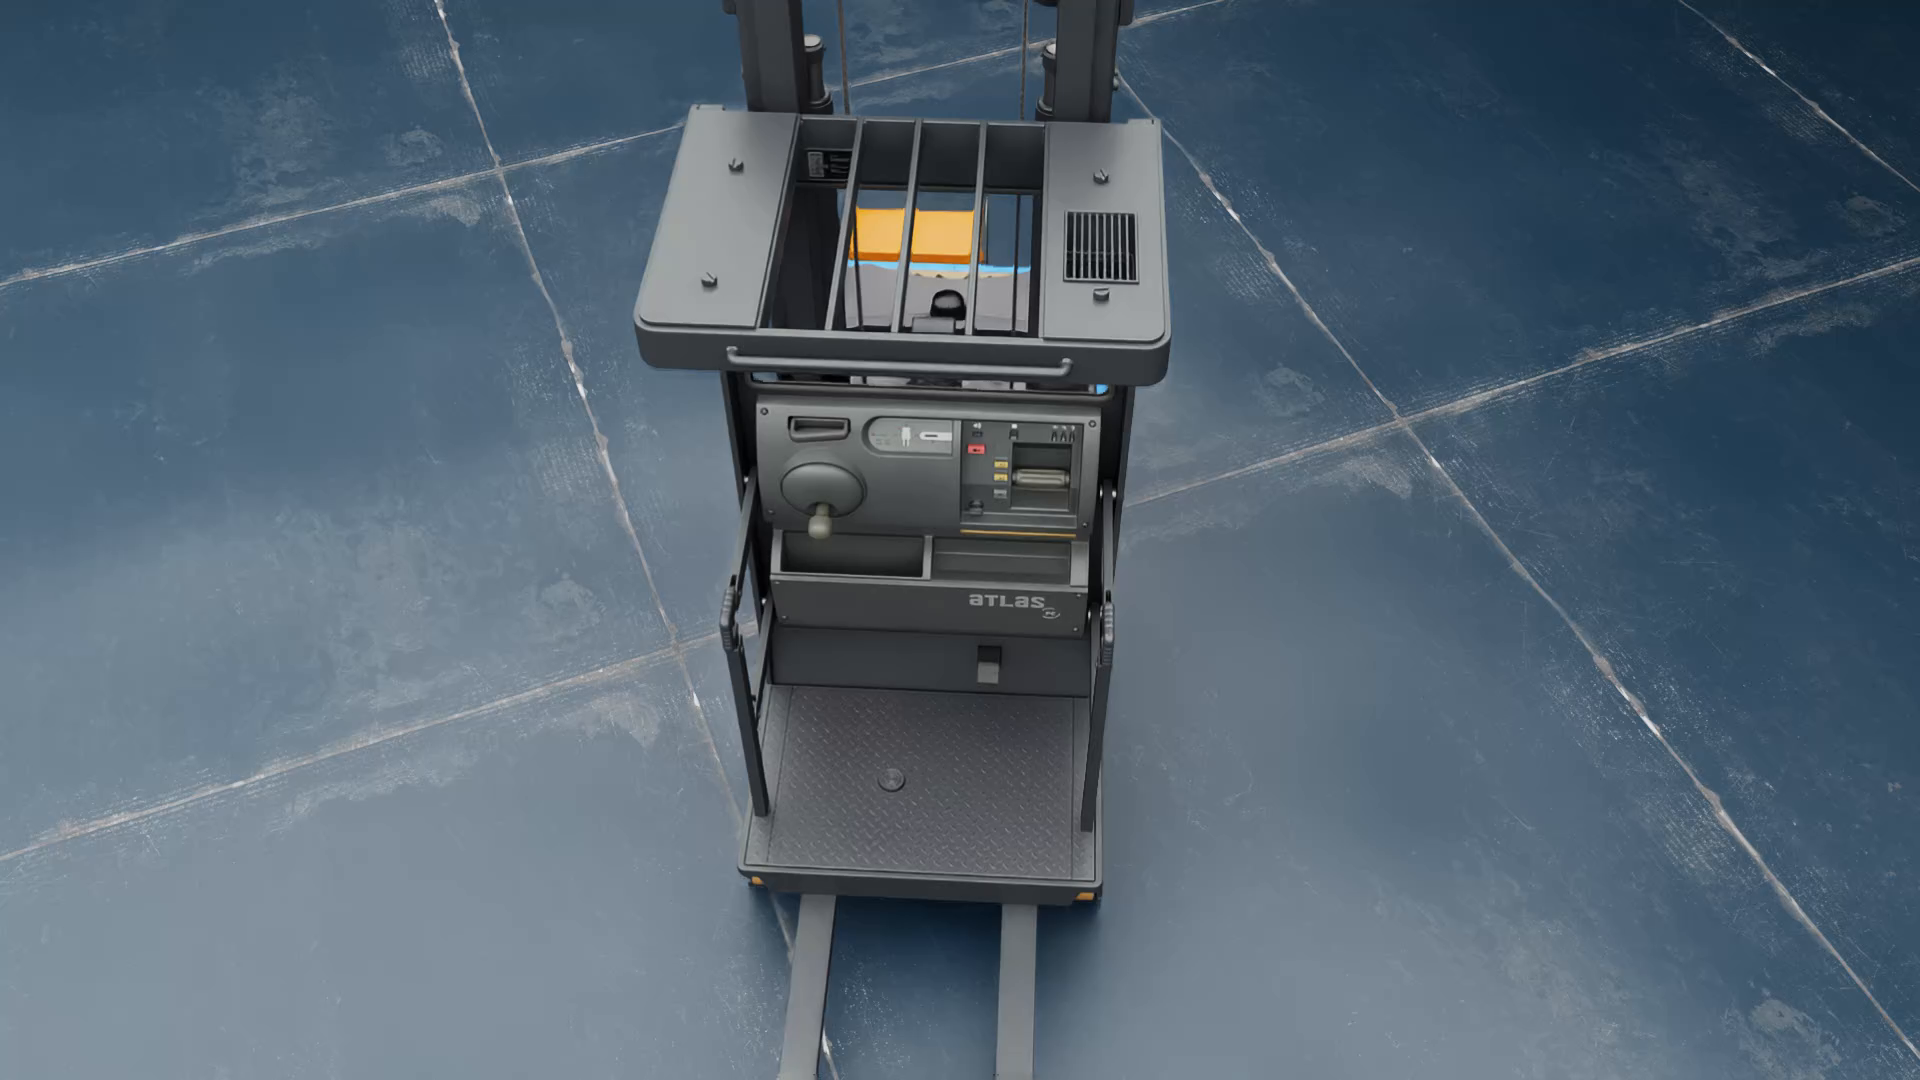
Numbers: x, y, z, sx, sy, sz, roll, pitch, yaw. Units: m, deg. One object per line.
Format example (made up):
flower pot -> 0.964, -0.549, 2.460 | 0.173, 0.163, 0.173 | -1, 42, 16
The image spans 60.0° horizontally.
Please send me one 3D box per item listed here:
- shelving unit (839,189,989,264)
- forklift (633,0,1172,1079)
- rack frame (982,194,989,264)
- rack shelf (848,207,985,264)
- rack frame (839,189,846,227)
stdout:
shelving unit -> -0.154, -0.780, 6.129 | 0.503, 1.200, 0.258 | 2, 49, 2
forklift -> -0.097, -0.081, 4.388 | 1.130, 2.935, 3.031 | 2, 49, 2
rack frame -> 0.089, -0.772, 6.122 | 0.015, 1.200, 0.240 | 2, 49, 2
rack shelf -> -0.154, -1.036, 5.831 | 0.480, 0.148, 0.258 | 2, 49, 2
rack frame -> -0.398, -0.788, 6.136 | 0.015, 1.200, 0.240 | 2, 49, 2
